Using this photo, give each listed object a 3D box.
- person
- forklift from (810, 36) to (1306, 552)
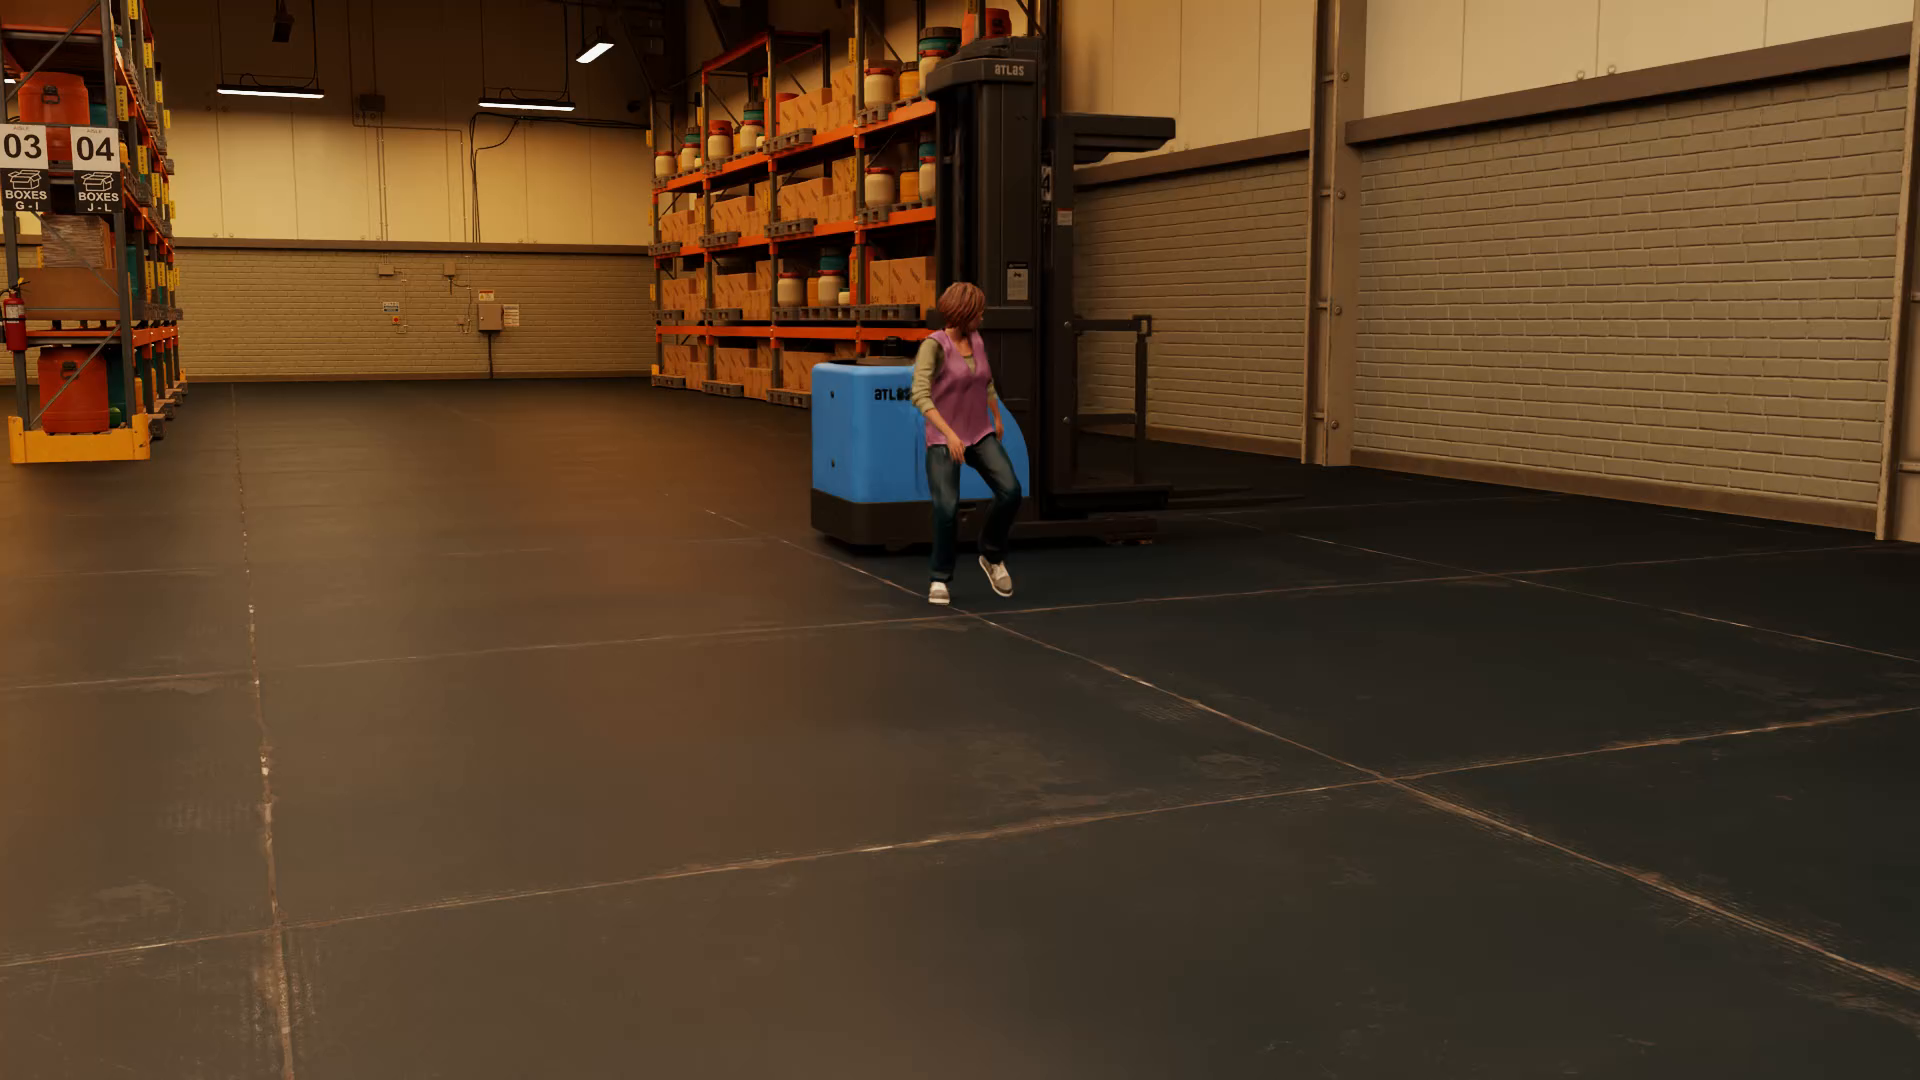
[{"bbox_3d":[0.033,-0.453,7.854,0.648,1.512,0.580,-4,8,-26],"label":"person"},{"bbox_3d":[0.654,-1.479,10.155,3.031,2.935,1.130,-3,8,-20],"label":"forklift"}]
